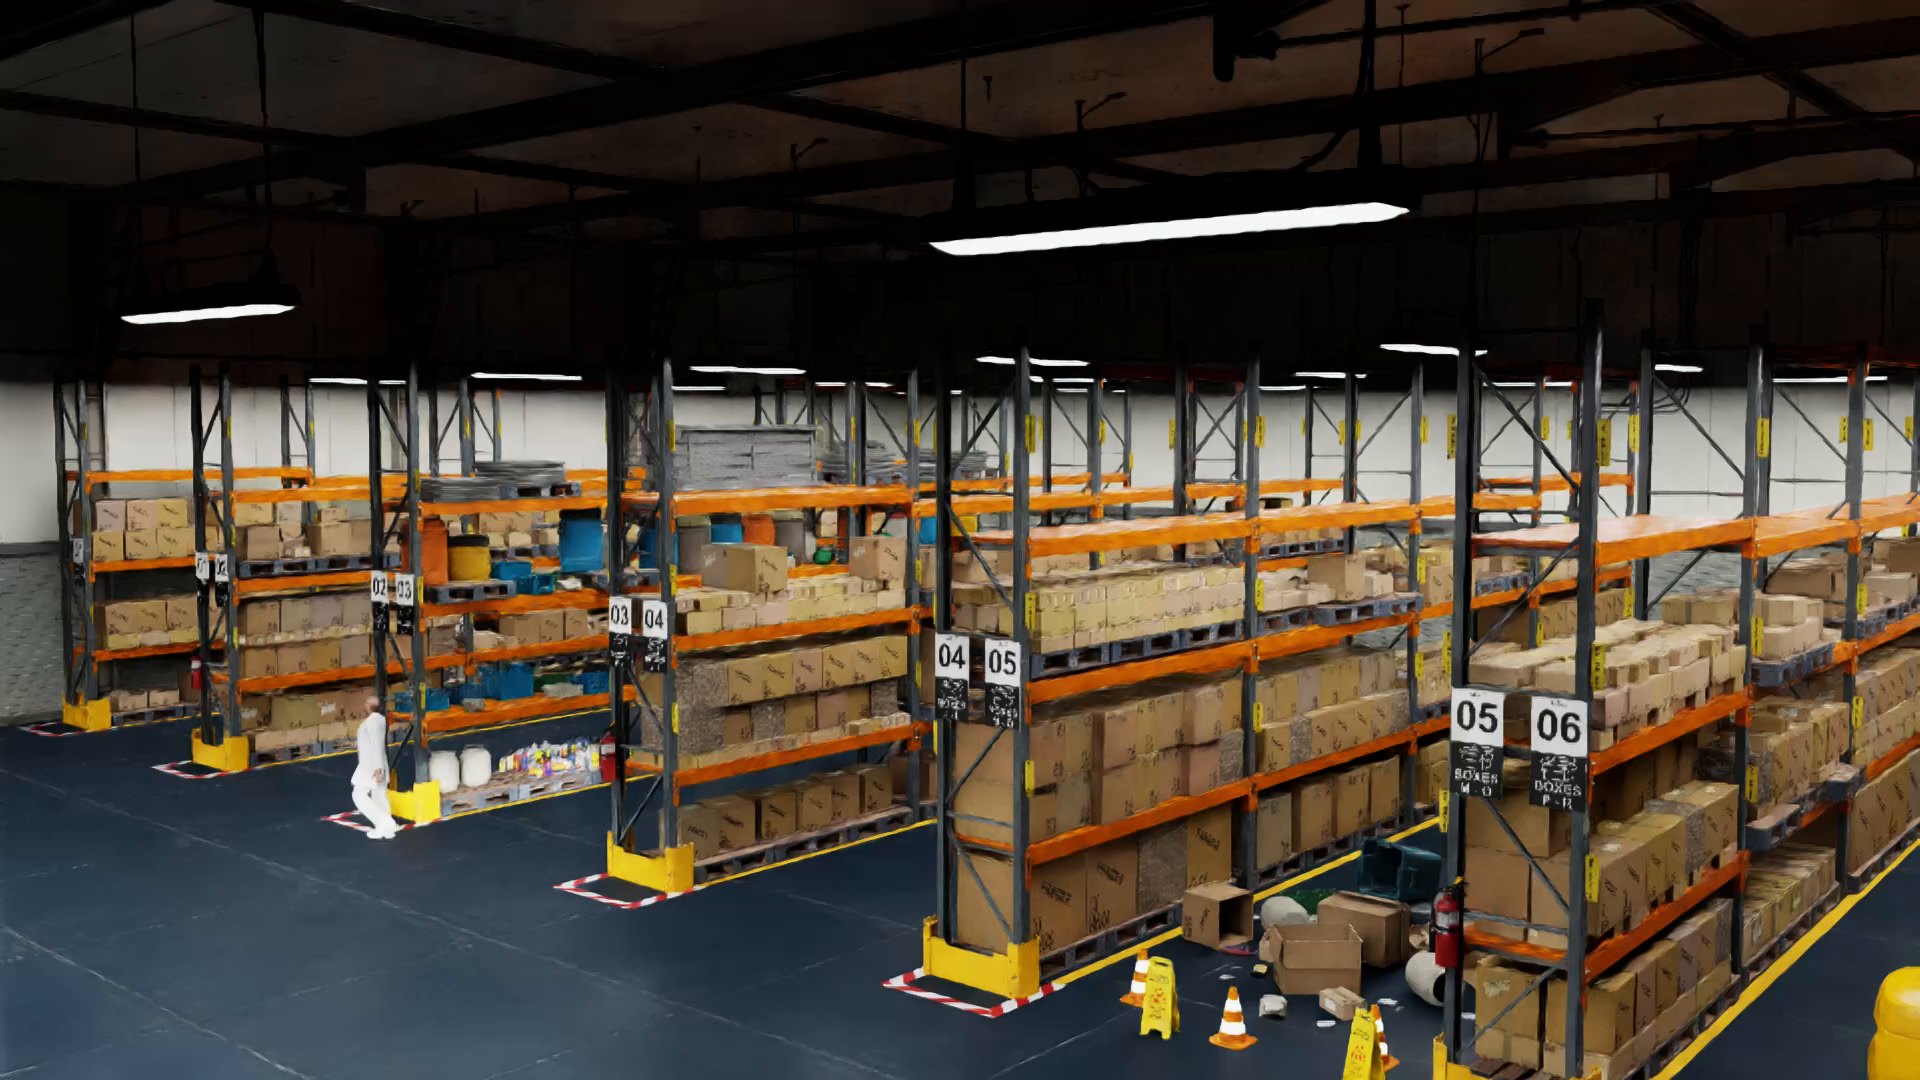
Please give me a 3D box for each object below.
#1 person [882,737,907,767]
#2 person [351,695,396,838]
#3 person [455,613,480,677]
[{"bbox_3d":[-0.893,2.511,24.648,0.661,1.722,0.580,-2,5,-24],"label":"person"},{"bbox_3d":[-7.197,2.896,20.480,0.547,1.564,0.709,0,4,-1],"label":"person"},{"bbox_3d":[-9.578,2.033,32.032,0.511,1.598,1.058,2,5,31],"label":"person"}]
